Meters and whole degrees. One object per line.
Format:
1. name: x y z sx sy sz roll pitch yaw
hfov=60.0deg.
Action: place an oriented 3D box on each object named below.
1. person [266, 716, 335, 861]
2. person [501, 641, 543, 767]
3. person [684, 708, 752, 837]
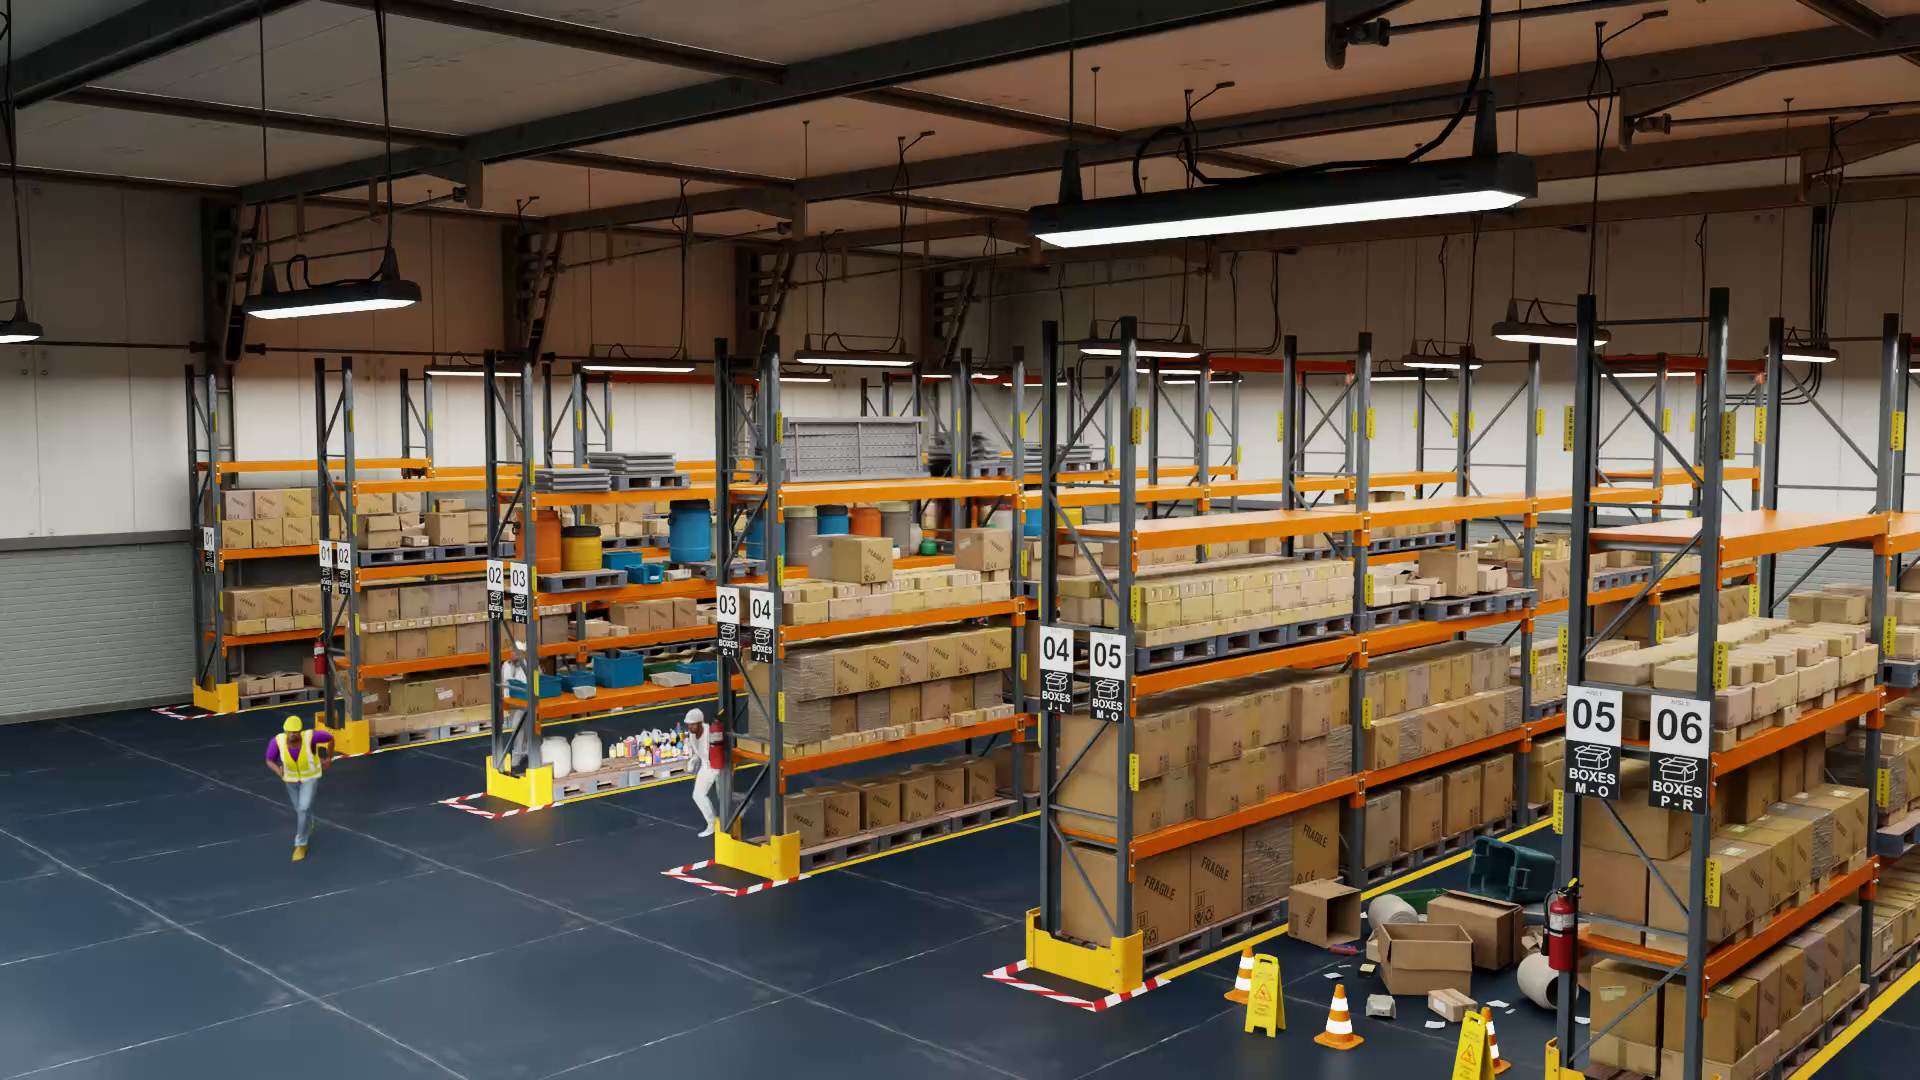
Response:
1. person: -7.730 2.857 19.549 0.745 1.719 1.044 -1 4 -12
2. person: -6.549 2.400 24.625 0.631 1.829 0.820 1 5 15
3. person: -2.952 2.819 20.464 0.684 1.612 1.121 4 6 39
